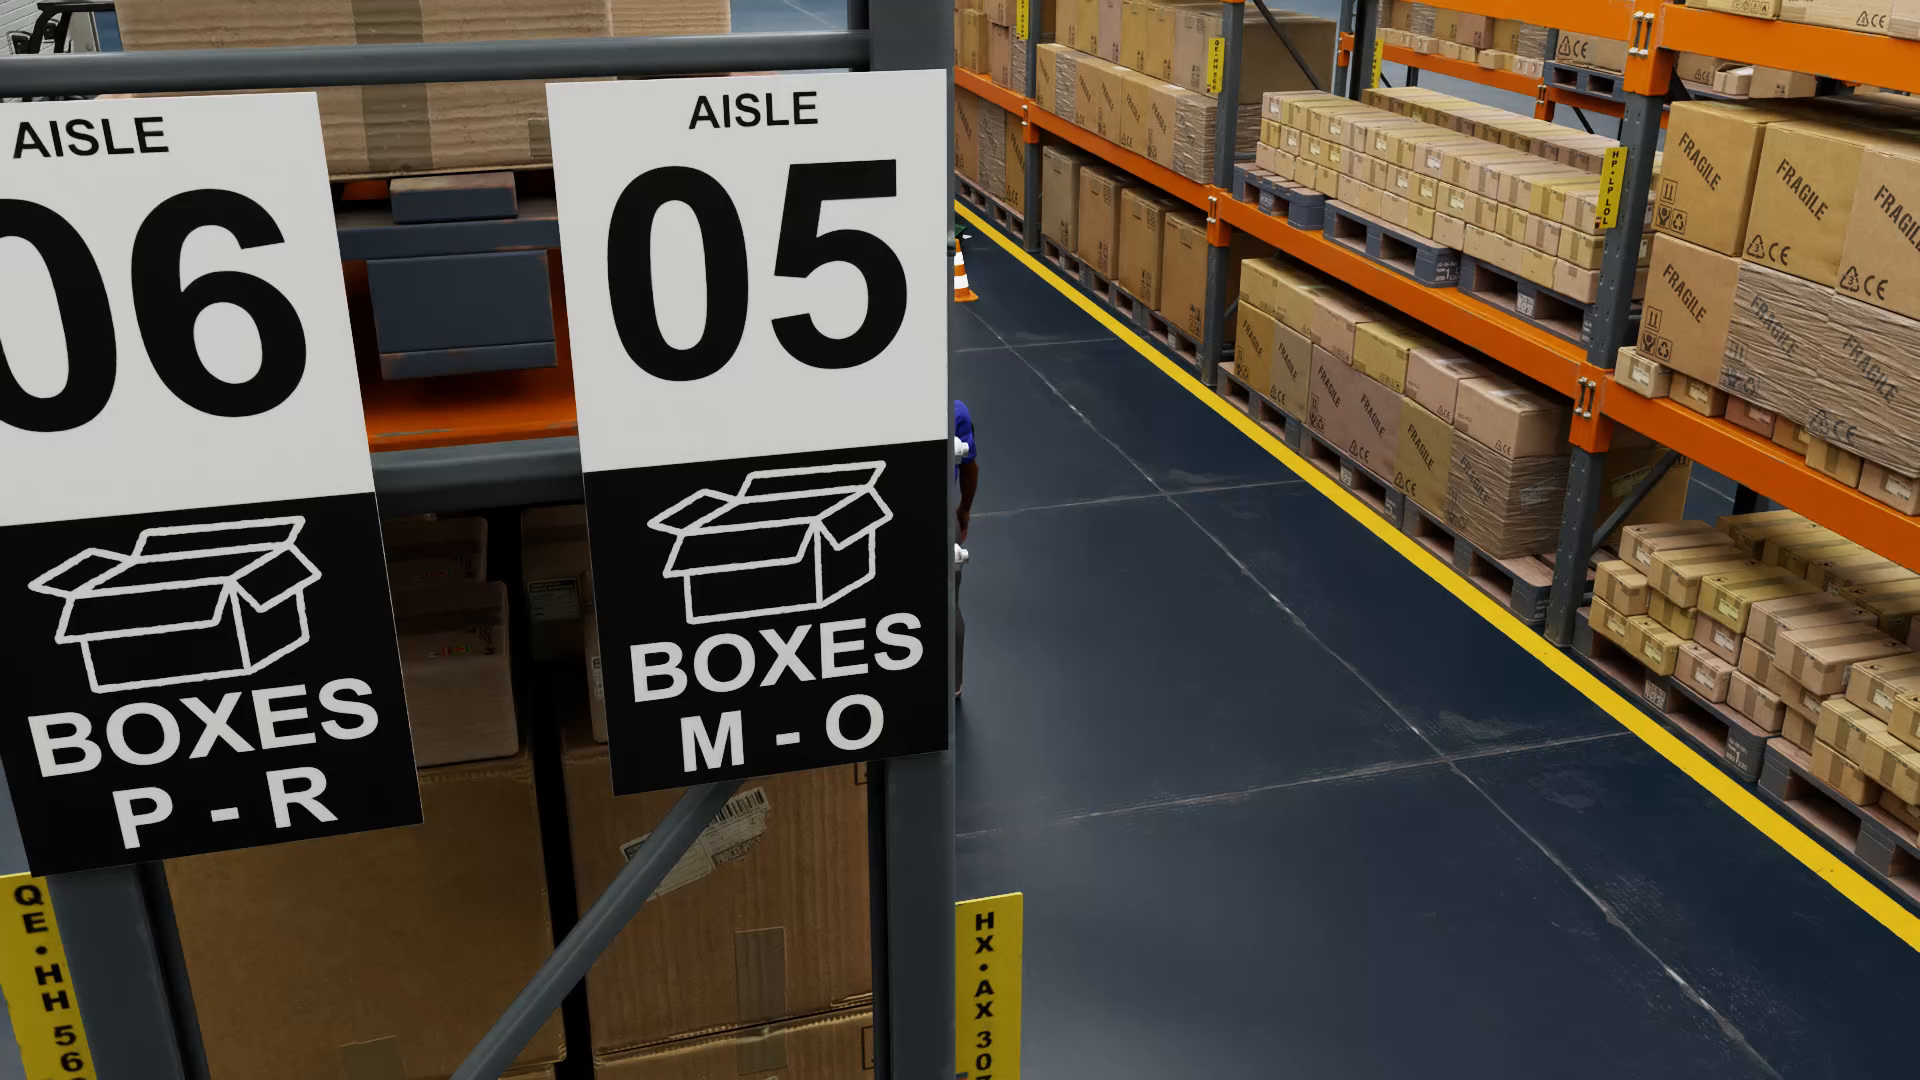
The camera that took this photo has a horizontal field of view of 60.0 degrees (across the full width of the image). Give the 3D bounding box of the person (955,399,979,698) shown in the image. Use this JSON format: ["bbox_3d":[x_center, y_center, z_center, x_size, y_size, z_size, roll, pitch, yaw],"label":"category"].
[{"bbox_3d":[-0.194,-0.052,6.705,0.549,1.654,0.504,-12,26,-27],"label":"person"}]
